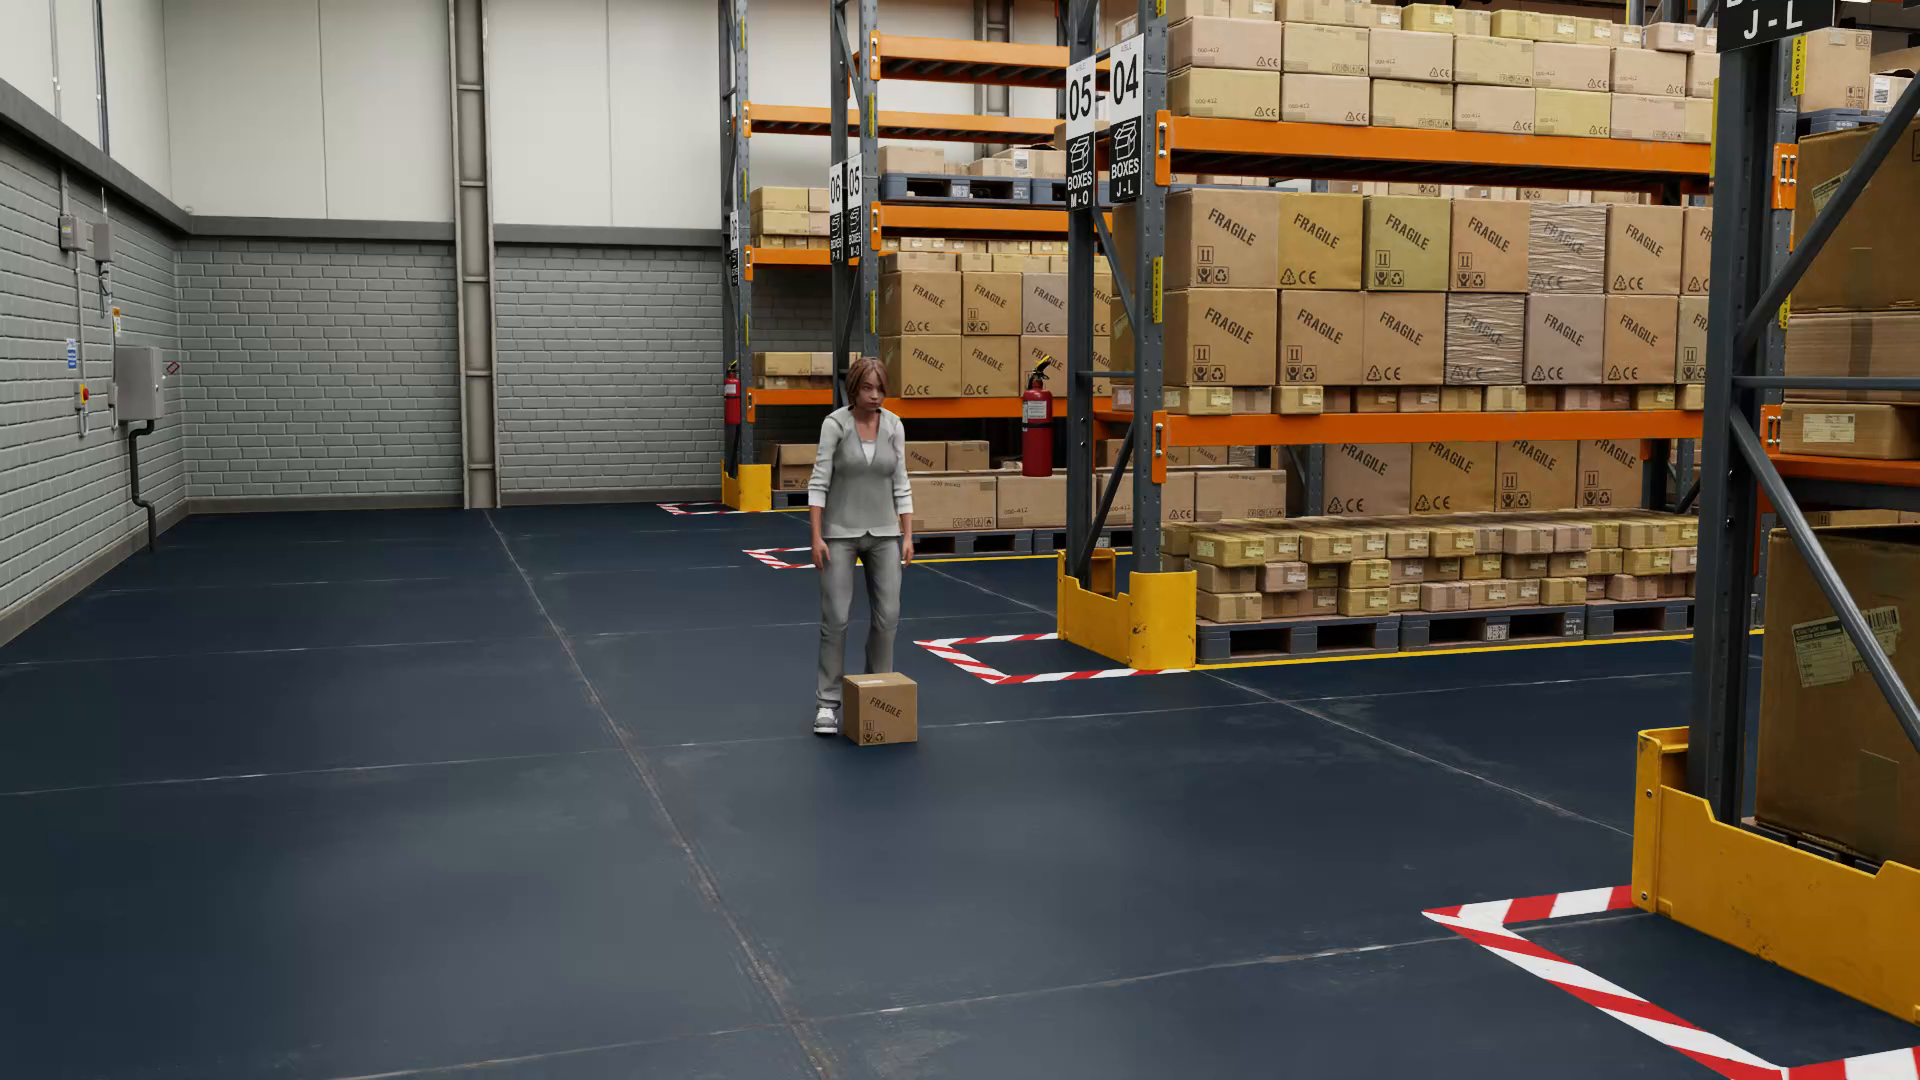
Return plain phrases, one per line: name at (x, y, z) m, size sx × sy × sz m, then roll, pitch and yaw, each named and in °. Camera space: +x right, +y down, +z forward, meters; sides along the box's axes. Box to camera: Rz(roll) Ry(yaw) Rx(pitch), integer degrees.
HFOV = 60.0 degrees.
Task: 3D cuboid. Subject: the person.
person at (-0.422, 0.016, 7.120) m, size 0.471 × 1.593 × 0.350 m, roll -2°, pitch 6°, yaw -20°
